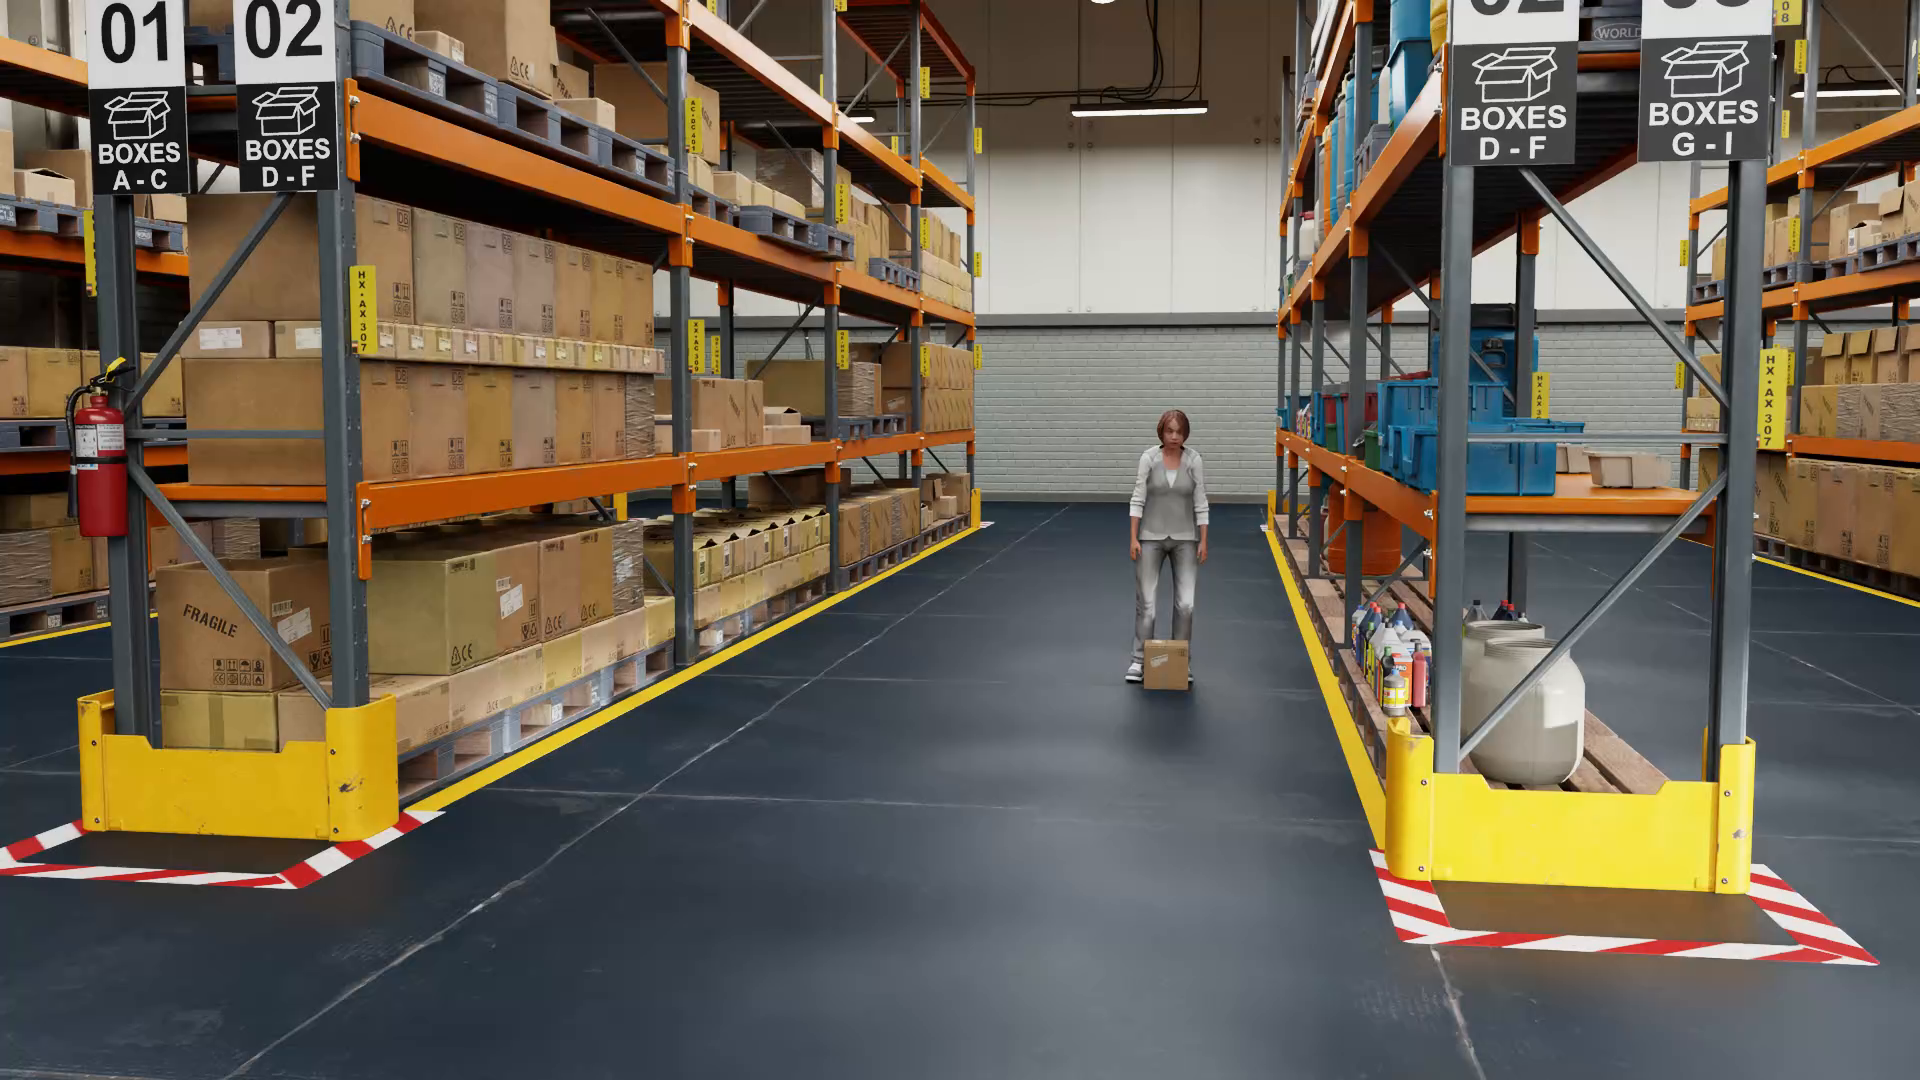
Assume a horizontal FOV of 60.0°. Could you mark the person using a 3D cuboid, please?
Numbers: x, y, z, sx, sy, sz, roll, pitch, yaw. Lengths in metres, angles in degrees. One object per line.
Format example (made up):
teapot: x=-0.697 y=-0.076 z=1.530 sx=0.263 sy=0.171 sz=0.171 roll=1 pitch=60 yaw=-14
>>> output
person: x=1.219 y=0.030 z=9.764 sx=0.484 sy=1.592 sz=0.346 roll=0 pitch=5 yaw=5
